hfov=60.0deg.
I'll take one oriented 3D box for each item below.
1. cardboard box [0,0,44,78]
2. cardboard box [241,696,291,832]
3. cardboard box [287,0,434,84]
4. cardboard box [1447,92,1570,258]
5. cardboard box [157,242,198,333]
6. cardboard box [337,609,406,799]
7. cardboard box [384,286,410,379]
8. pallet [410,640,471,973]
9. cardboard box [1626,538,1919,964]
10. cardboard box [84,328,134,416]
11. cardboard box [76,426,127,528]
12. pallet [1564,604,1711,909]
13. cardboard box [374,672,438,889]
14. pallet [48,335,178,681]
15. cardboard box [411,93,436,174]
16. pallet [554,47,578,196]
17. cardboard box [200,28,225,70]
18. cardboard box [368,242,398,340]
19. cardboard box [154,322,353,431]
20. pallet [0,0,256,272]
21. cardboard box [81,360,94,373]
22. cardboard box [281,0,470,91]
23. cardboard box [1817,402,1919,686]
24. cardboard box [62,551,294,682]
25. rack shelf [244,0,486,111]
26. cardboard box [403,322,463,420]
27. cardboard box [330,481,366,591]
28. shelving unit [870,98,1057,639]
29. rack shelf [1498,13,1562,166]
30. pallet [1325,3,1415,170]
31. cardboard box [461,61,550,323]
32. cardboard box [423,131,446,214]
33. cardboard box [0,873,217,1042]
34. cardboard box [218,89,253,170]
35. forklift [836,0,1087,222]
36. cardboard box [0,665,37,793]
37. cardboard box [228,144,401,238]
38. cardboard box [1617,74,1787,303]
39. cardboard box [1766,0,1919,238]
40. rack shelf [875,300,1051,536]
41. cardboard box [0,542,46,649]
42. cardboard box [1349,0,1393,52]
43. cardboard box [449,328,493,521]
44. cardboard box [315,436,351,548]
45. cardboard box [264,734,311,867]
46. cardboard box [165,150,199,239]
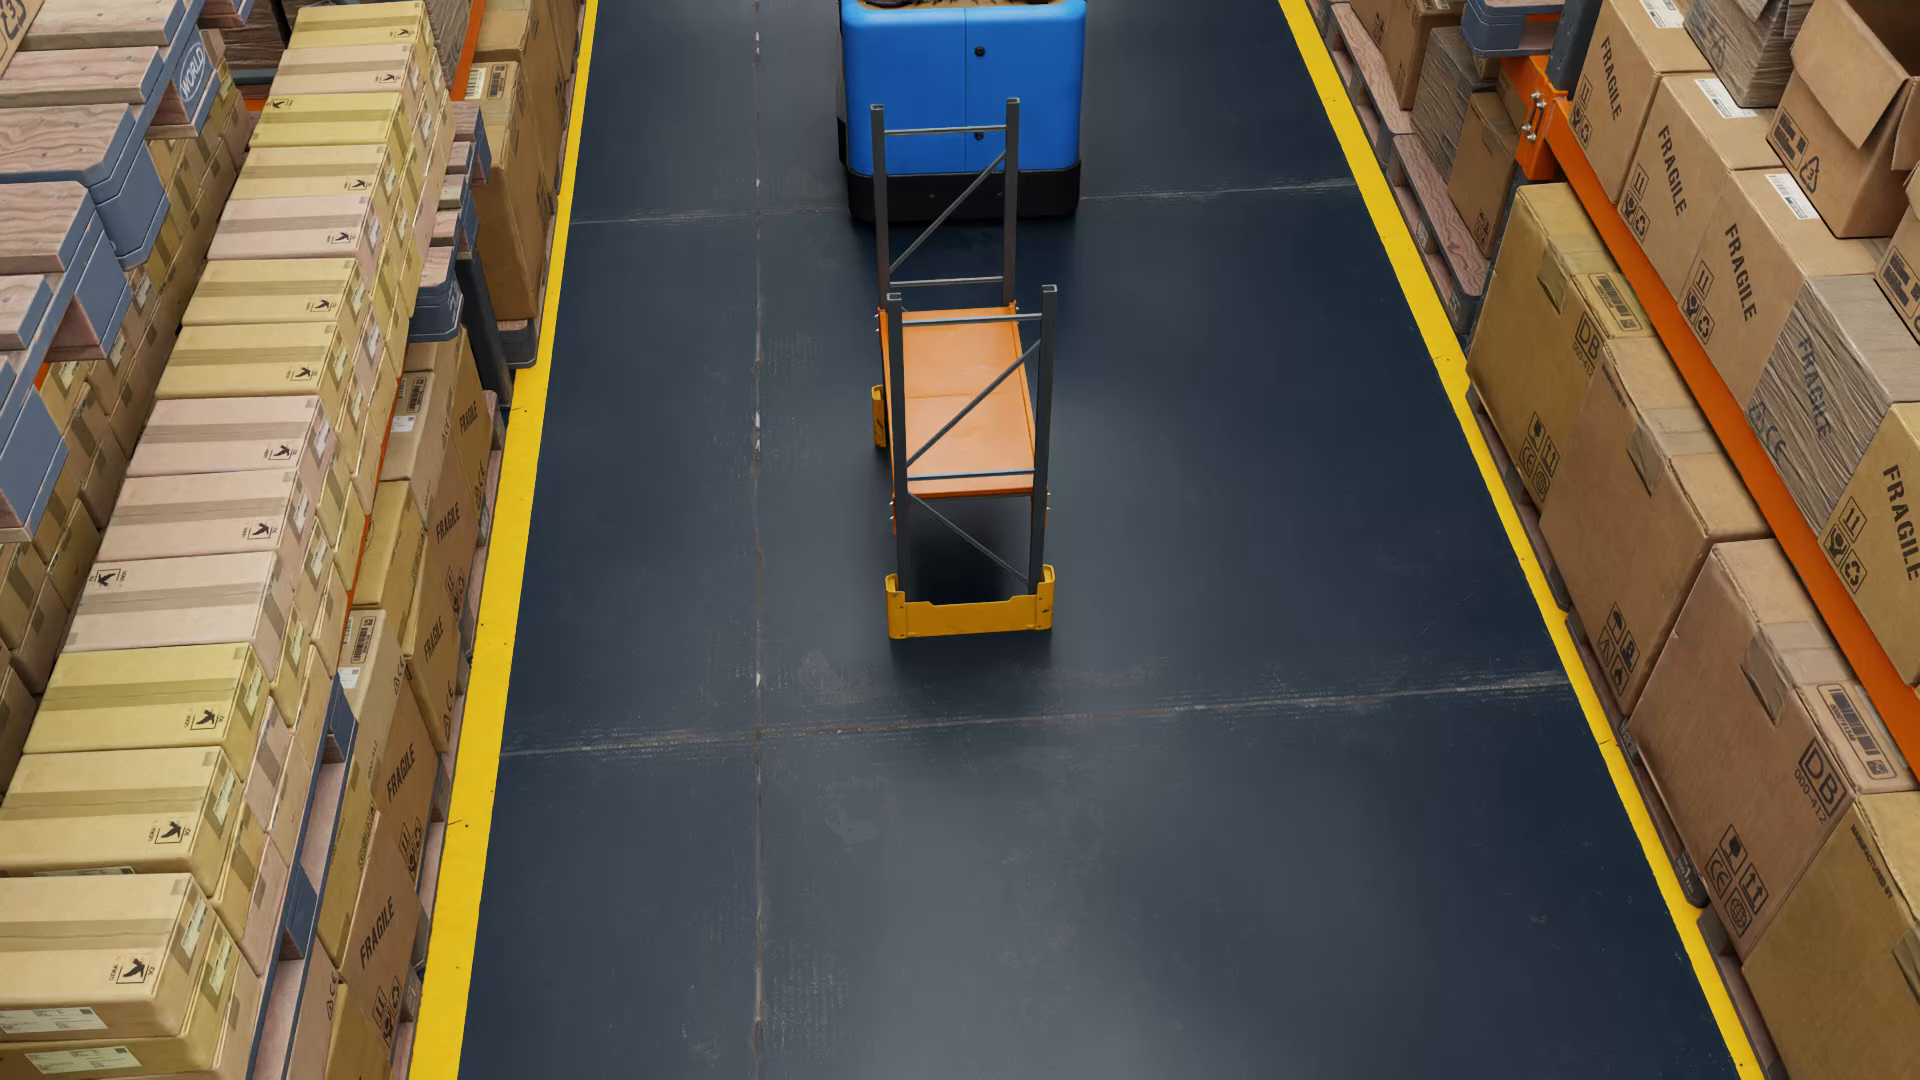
[{"bbox_3d":[-1.991,-1.020,2.724,0.797,0.503,0.637,-4,47,-4],"label":"cardboard box"},{"bbox_3d":[-1.613,0.469,3.419,0.380,0.149,0.250,-2,47,-2],"label":"cardboard box"},{"bbox_3d":[-1.829,-1.513,5.091,0.380,0.149,0.250,-5,47,-5],"label":"cardboard box"},{"bbox_3d":[2.548,-1.581,7.100,0.700,0.500,0.500,-6,47,-5],"label":"cardboard box"},{"bbox_3d":[-2.421,-0.715,4.745,0.380,0.149,0.250,-2,47,-1],"label":"cardboard box"},{"bbox_3d":[-1.876,0.469,4.656,0.500,0.250,0.500,-2,47,-2],"label":"cardboard box"},{"bbox_3d":[-1.745,-0.566,4.603,0.380,0.149,0.250,-5,47,-5],"label":"cardboard box"},{"bbox_3d":[-2.164,0.827,5.321,1.003,0.211,1.213,-3,47,-3],"label":"pallet"},{"bbox_3d":[2.810,0.566,4.822,1.225,0.875,0.875,-5,47,-5],"label":"cardboard box"},{"bbox_3d":[-2.377,-0.444,4.284,0.380,0.149,0.250,-4,47,-4],"label":"cardboard box"},{"bbox_3d":[-2.357,-0.152,4.212,0.380,0.149,0.250,-5,47,-5],"label":"cardboard box"},{"bbox_3d":[2.714,0.609,5.528,1.003,0.211,1.213,-3,47,-3],"label":"pallet"},{"bbox_3d":[-1.893,0.720,4.934,0.500,0.500,0.500,-3,47,-3],"label":"cardboard box"},{"bbox_3d":[-2.121,-0.082,4.394,1.003,0.211,1.213,-3,47,-3],"label":"pallet"},{"bbox_3d":[-1.808,-1.215,5.014,0.380,0.149,0.250,-2,47,-2],"label":"cardboard box"},{"bbox_3d":[-2.417,-2.074,8.069,1.003,0.211,1.213,-3,47,-3],"label":"pallet"},{"bbox_3d":[-2.481,-1.491,5.070,0.380,0.149,0.250,-3,47,-3],"label":"cardboard box"},{"bbox_3d":[-1.744,-0.663,4.491,0.380,0.149,0.250,-4,47,-4],"label":"cardboard box"},{"bbox_3d":[-1.702,-0.389,4.027,0.380,0.149,0.250,-2,47,-2],"label":"cardboard box"},{"bbox_3d":[-2.028,-0.854,3.056,1.213,0.211,1.003,-3,47,-3],"label":"pallet"},{"bbox_3d":[-2.370,-0.543,4.172,0.380,0.149,0.250,-2,47,-2],"label":"cardboard box"},{"bbox_3d":[-2.096,-1.953,5.965,0.500,0.500,0.500,-3,47,-3],"label":"cardboard box"},{"bbox_3d":[2.562,-0.004,4.119,0.500,0.500,0.500,-4,47,-4],"label":"cardboard box"},{"bbox_3d":[-1.634,0.173,3.494,0.380,0.149,0.250,-4,47,-4],"label":"cardboard box"},{"bbox_3d":[-2.495,-2.777,7.310,1.077,0.370,4.000,-3,47,-3],"label":"rack shelf"},{"bbox_3d":[-2.009,-0.641,5.707,0.500,0.250,0.500,-4,47,-4],"label":"cardboard box"},{"bbox_3d":[-1.682,0.001,4.067,0.380,0.149,0.250,-4,47,-4],"label":"cardboard box"},{"bbox_3d":[-0.006,-0.571,5.758,0.587,1.500,1.083,-3,47,-3],"label":"shelving unit"},{"bbox_3d":[2.456,-3.005,7.526,1.077,0.370,4.000,-3,47,-3],"label":"rack shelf"},{"bbox_3d":[2.461,-2.293,8.276,1.003,0.211,1.213,-3,47,-3],"label":"pallet"},{"bbox_3d":[-2.288,-1.394,6.765,1.050,0.750,0.750,-4,47,-4],"label":"cardboard box"},{"bbox_3d":[-1.809,-1.127,5.135,0.380,0.149,0.250,-4,47,-3],"label":"cardboard box"},{"bbox_3d":[-1.567,0.741,2.956,0.380,0.149,0.250,-1,47,-1],"label":"cardboard box"},{"bbox_3d":[-2.491,-1.299,5.299,0.380,0.149,0.250,-4,47,-4],"label":"cardboard box"},{"bbox_3d":[-0.066,-3.511,7.556,1.130,2.935,3.031,-3,47,-2],"label":"forklift"},{"bbox_3d":[-2.285,0.434,3.657,0.380,0.149,0.250,-6,47,-5],"label":"cardboard box"},{"bbox_3d":[-1.762,-0.949,4.557,0.380,0.149,0.250,-2,47,-2],"label":"cardboard box"},{"bbox_3d":[2.439,-1.099,5.156,0.500,0.500,0.500,-5,47,-4],"label":"cardboard box"},{"bbox_3d":[2.721,-1.184,4.545,0.797,0.503,0.637,-3,47,-2],"label":"cardboard box"},{"bbox_3d":[-0.007,-0.454,5.895,0.538,0.185,1.000,-3,47,-3],"label":"rack shelf"},{"bbox_3d":[-2.311,0.124,3.745,0.380,0.149,0.250,-6,47,-5],"label":"cardboard box"},{"bbox_3d":[2.387,-2.795,8.250,0.700,0.500,0.500,-7,47,-7],"label":"cardboard box"},{"bbox_3d":[-2.011,-0.402,5.997,0.500,0.500,0.500,-4,47,-3],"label":"cardboard box"},{"bbox_3d":[-1.682,-0.106,3.963,0.380,0.149,0.250,-4,47,-4],"label":"cardboard box"},{"bbox_3d":[-1.613,0.564,3.533,0.380,0.149,0.250,-3,47,-3],"label":"cardboard box"},{"bbox_3d":[-2.436,-0.987,4.798,0.380,0.149,0.250,-5,47,-5],"label":"cardboard box"}]
